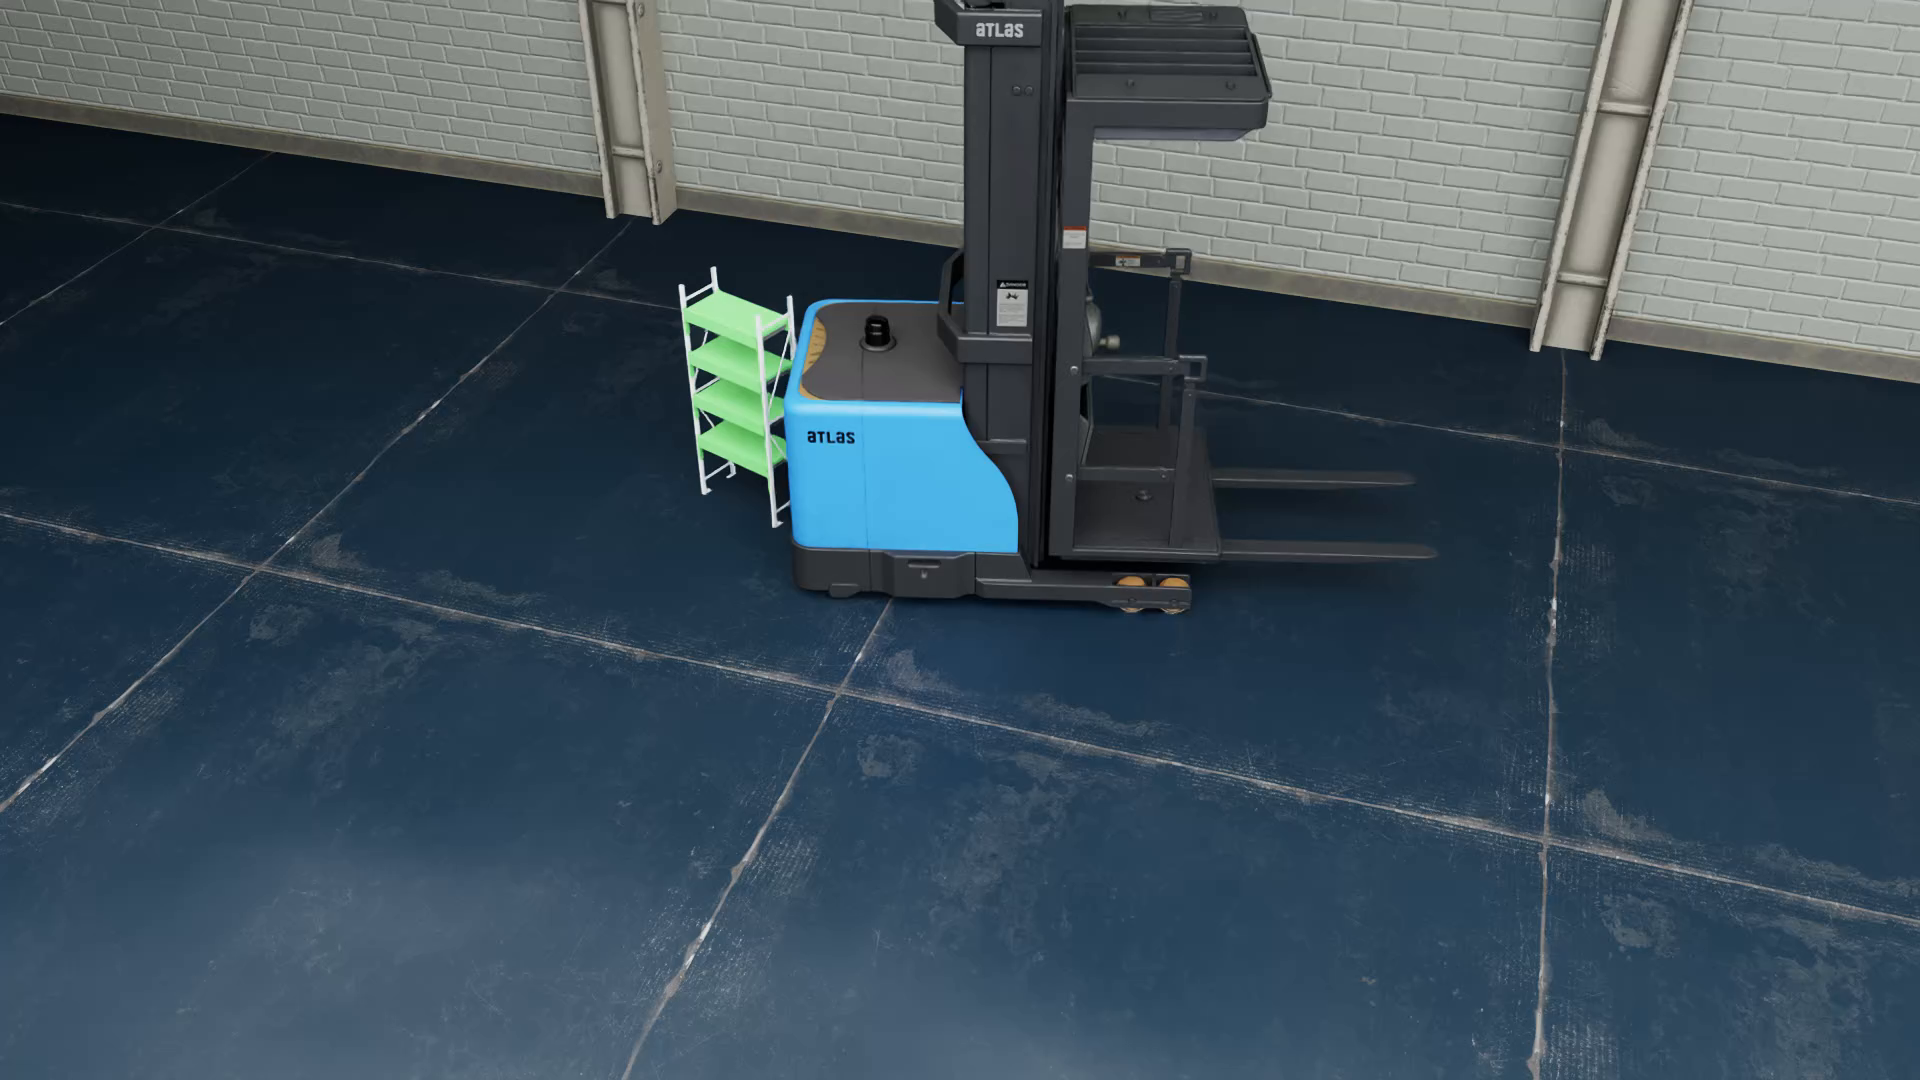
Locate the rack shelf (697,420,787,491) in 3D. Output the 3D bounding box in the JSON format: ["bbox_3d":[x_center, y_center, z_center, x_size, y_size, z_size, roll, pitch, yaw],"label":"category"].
[{"bbox_3d":[-1.057,-0.443,8.353,0.480,0.148,0.258,24,43,29],"label":"rack shelf"}]

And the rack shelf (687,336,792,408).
[{"bbox_3d":[-1.057,-0.830,8.068,0.480,0.148,0.258,24,43,29],"label":"rack shelf"}]

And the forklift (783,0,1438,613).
[{"bbox_3d":[0.739,-1.162,7.356,3.031,2.935,1.130,1,36,2],"label":"forklift"}]

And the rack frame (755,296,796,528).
[{"bbox_3d":[-0.861,-0.602,8.055,0.015,1.200,0.240,24,43,29],"label":"rack frame"}]

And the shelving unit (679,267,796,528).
[{"bbox_3d":[-1.057,-0.688,8.173,0.503,1.200,0.258,24,43,29],"label":"shelving unit"}]

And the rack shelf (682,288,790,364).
[{"bbox_3d":[-1.057,-1.023,7.926,0.480,0.148,0.258,24,43,29],"label":"rack shelf"}]

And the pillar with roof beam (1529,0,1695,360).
[{"bbox_3d":[2.294,-2.353,3.856,0.400,9.000,9.100,10,38,14],"label":"pillar with roof beam"}]

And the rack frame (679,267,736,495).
[{"bbox_3d":[-1.252,-0.775,8.290,0.015,1.200,0.240,24,43,29],"label":"rack frame"}]

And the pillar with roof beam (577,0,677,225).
[{"bbox_3d":[-3.433,-3.414,5.297,0.400,9.000,9.100,10,38,14],"label":"pillar with roof beam"}]

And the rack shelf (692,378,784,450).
[{"bbox_3d":[-1.057,-0.637,8.211,0.480,0.148,0.258,24,43,29],"label":"rack shelf"}]
